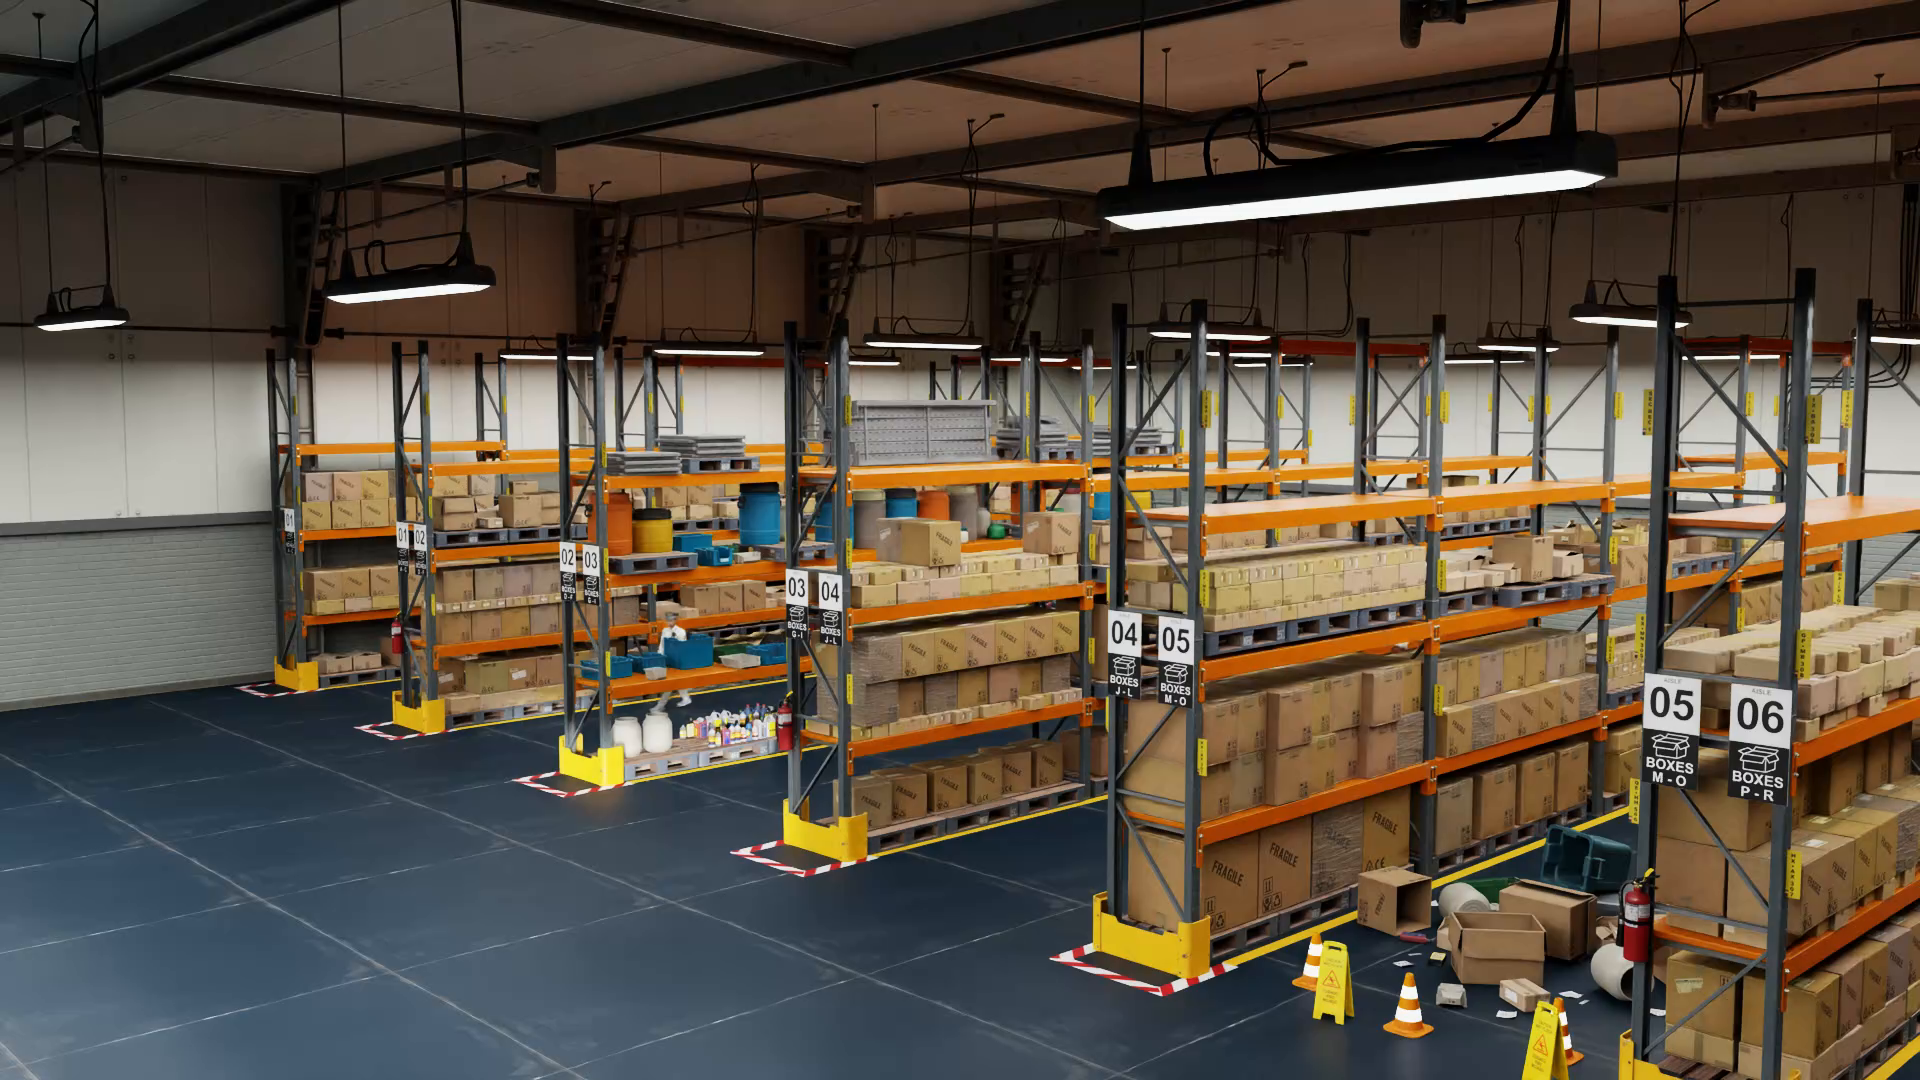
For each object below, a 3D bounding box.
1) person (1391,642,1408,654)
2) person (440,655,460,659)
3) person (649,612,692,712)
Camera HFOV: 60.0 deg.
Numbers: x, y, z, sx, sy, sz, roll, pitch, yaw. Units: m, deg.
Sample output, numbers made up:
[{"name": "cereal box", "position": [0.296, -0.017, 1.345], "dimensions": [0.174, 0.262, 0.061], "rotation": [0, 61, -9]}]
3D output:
[{"name": "person", "position": [6.534, 2.236, 24.195], "dimensions": [0.640, 1.683, 0.728], "rotation": [-3, 6, -34]}, {"name": "person", "position": [-8.533, 1.923, 28.010], "dimensions": [0.749, 1.657, 0.703], "rotation": [-4, 7, -41]}, {"name": "person", "position": [-4.762, 1.980, 27.341], "dimensions": [0.467, 1.612, 0.916], "rotation": [4, 6, 37]}]
